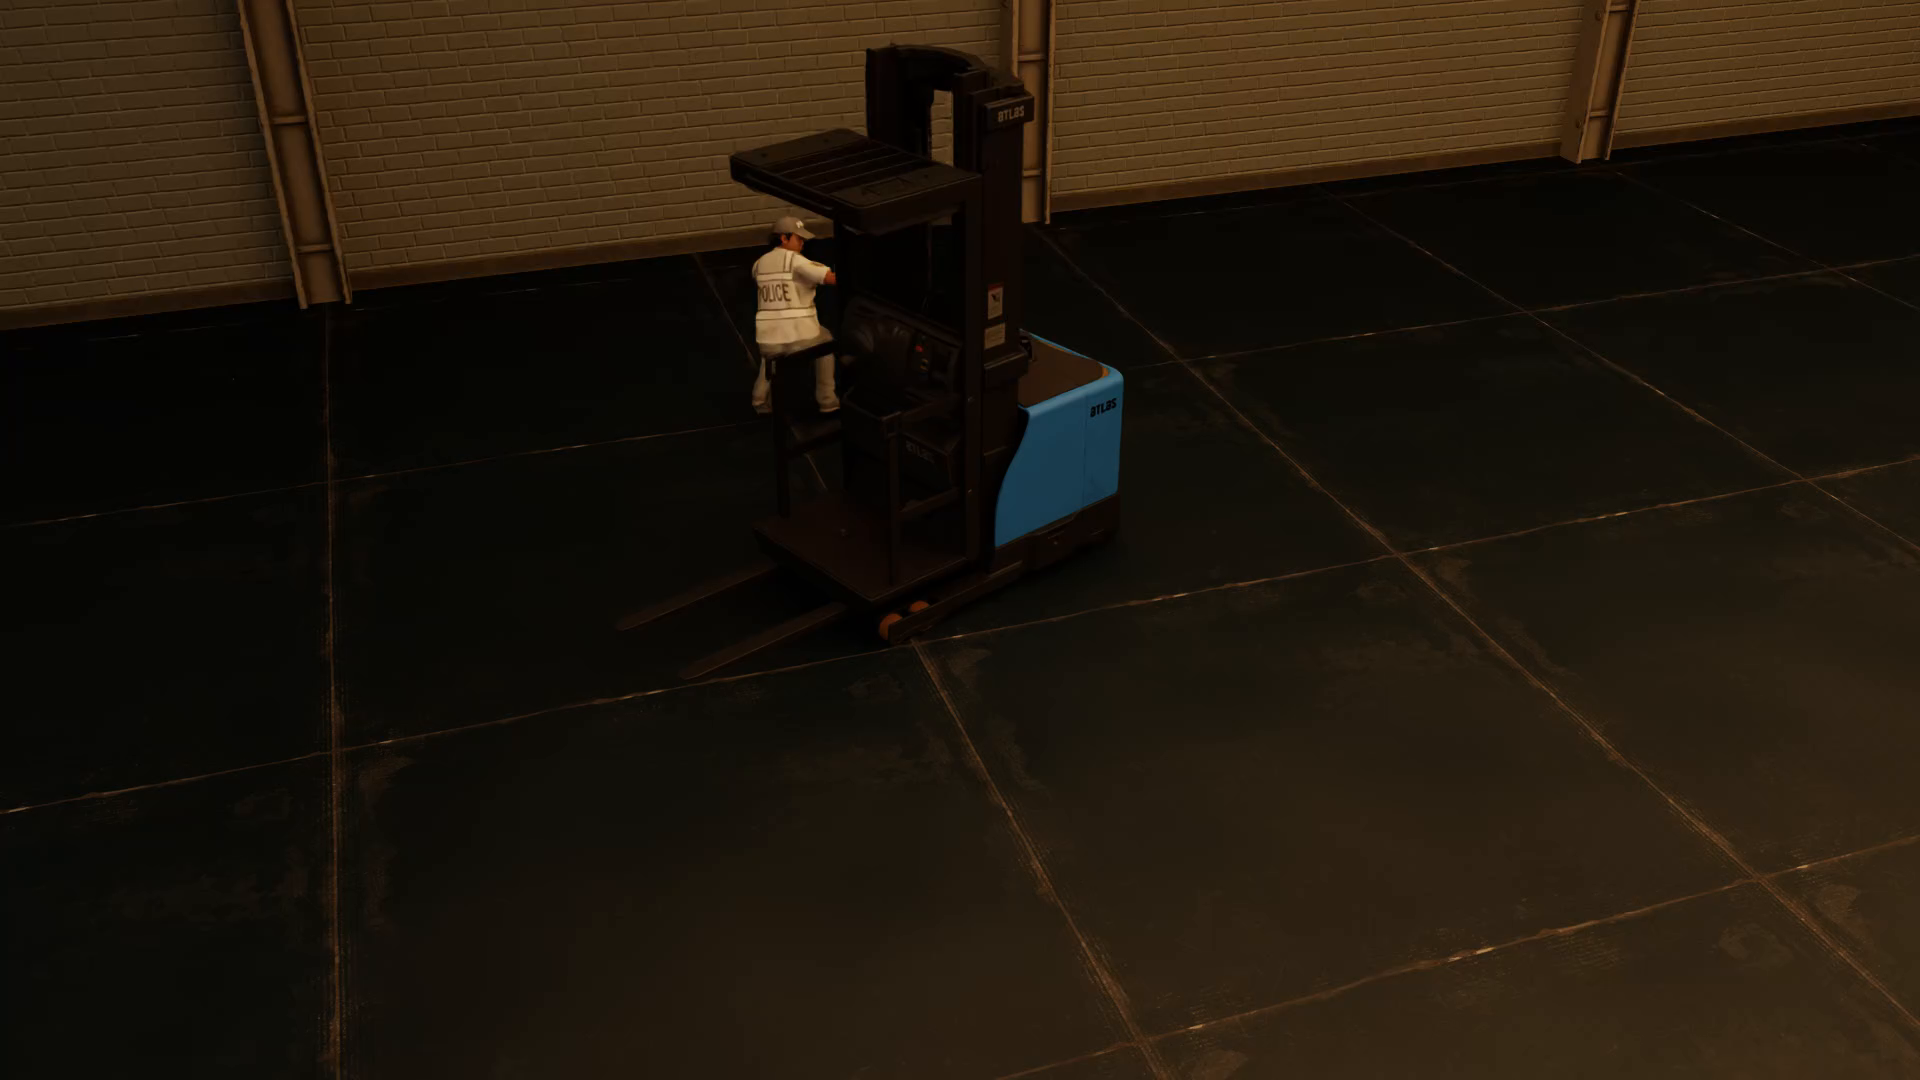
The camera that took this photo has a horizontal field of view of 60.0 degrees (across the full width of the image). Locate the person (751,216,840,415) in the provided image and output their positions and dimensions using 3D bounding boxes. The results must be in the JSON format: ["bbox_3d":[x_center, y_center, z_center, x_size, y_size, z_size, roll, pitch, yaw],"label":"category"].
[{"bbox_3d":[-1.077,-1.505,11.278,0.739,1.414,0.910,9,31,15],"label":"person"}]

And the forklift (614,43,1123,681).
[{"bbox_3d":[-0.480,-0.997,8.820,3.031,2.935,1.130,-24,38,-35],"label":"forklift"}]
